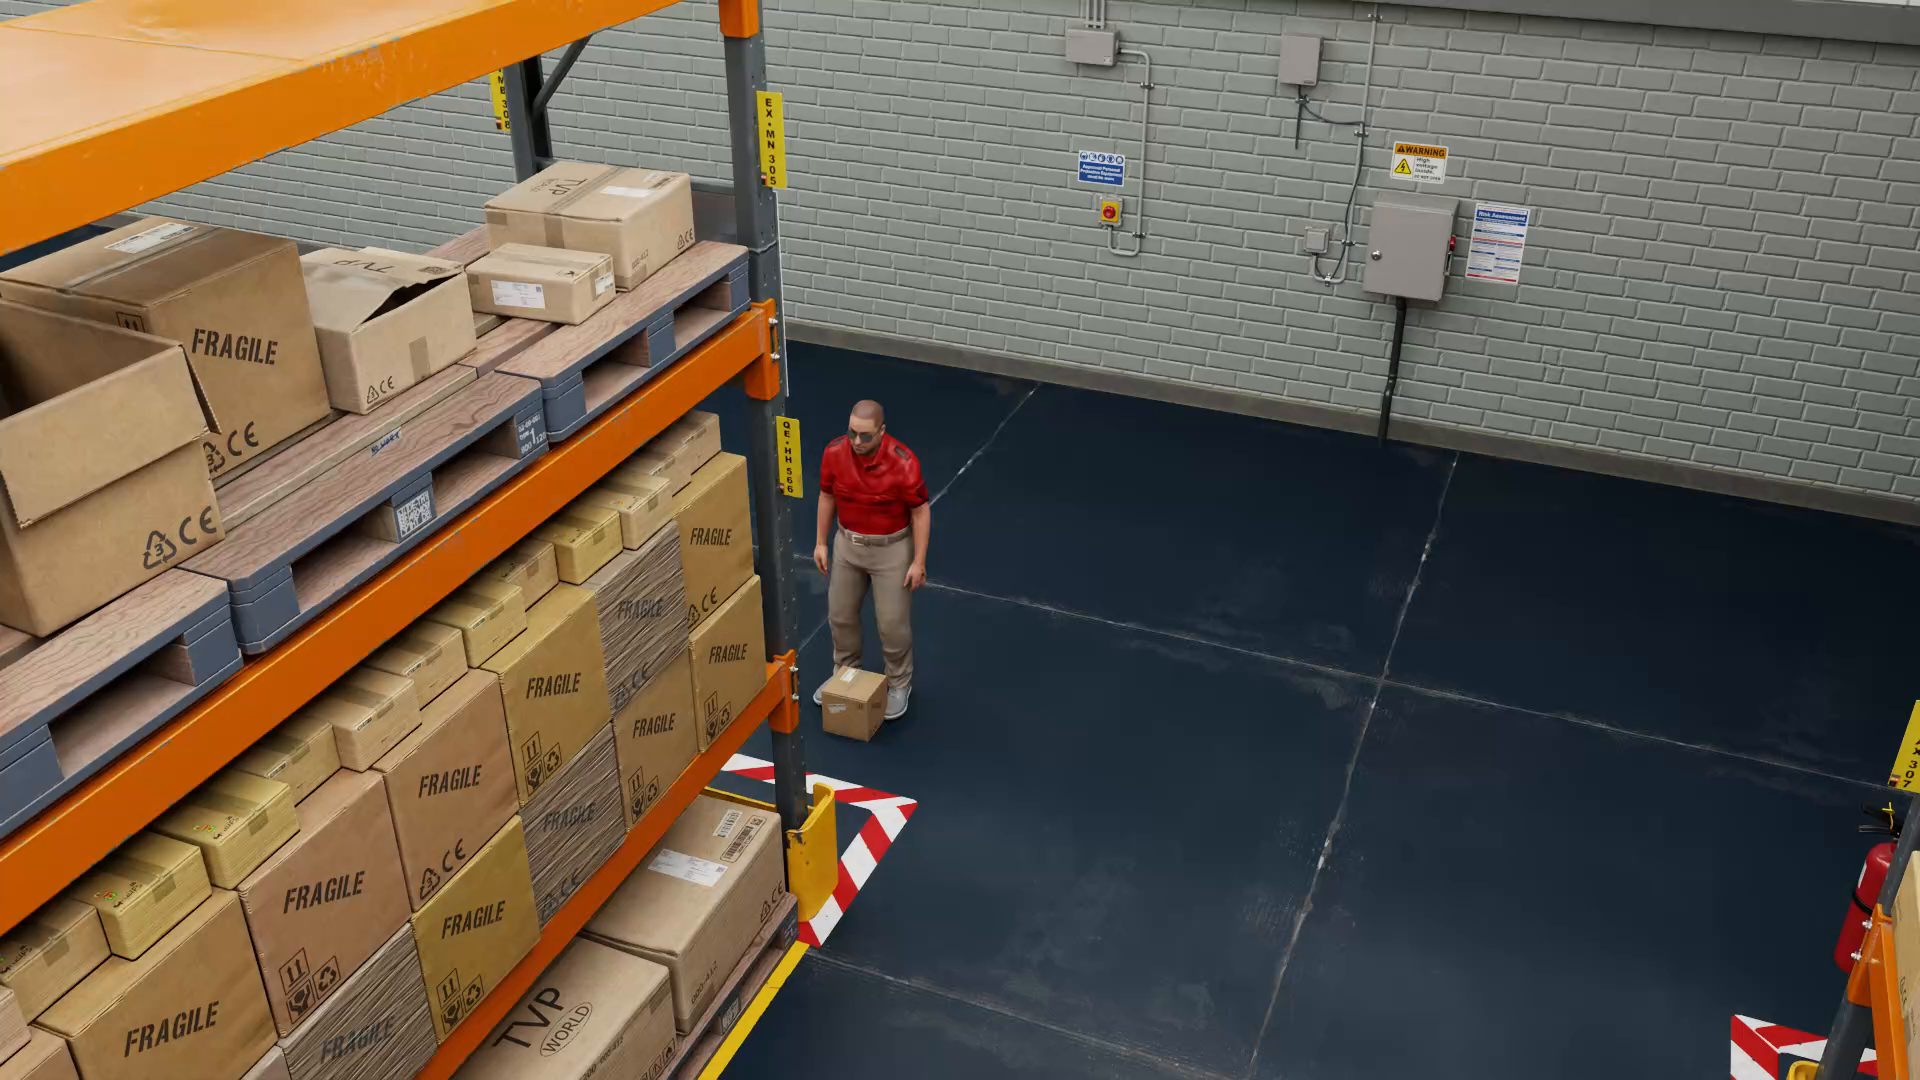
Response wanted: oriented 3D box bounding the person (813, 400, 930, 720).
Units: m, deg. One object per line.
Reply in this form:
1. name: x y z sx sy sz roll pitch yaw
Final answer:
1. person: -0.439 0.070 8.289 0.595 1.727 0.384 11 31 18
